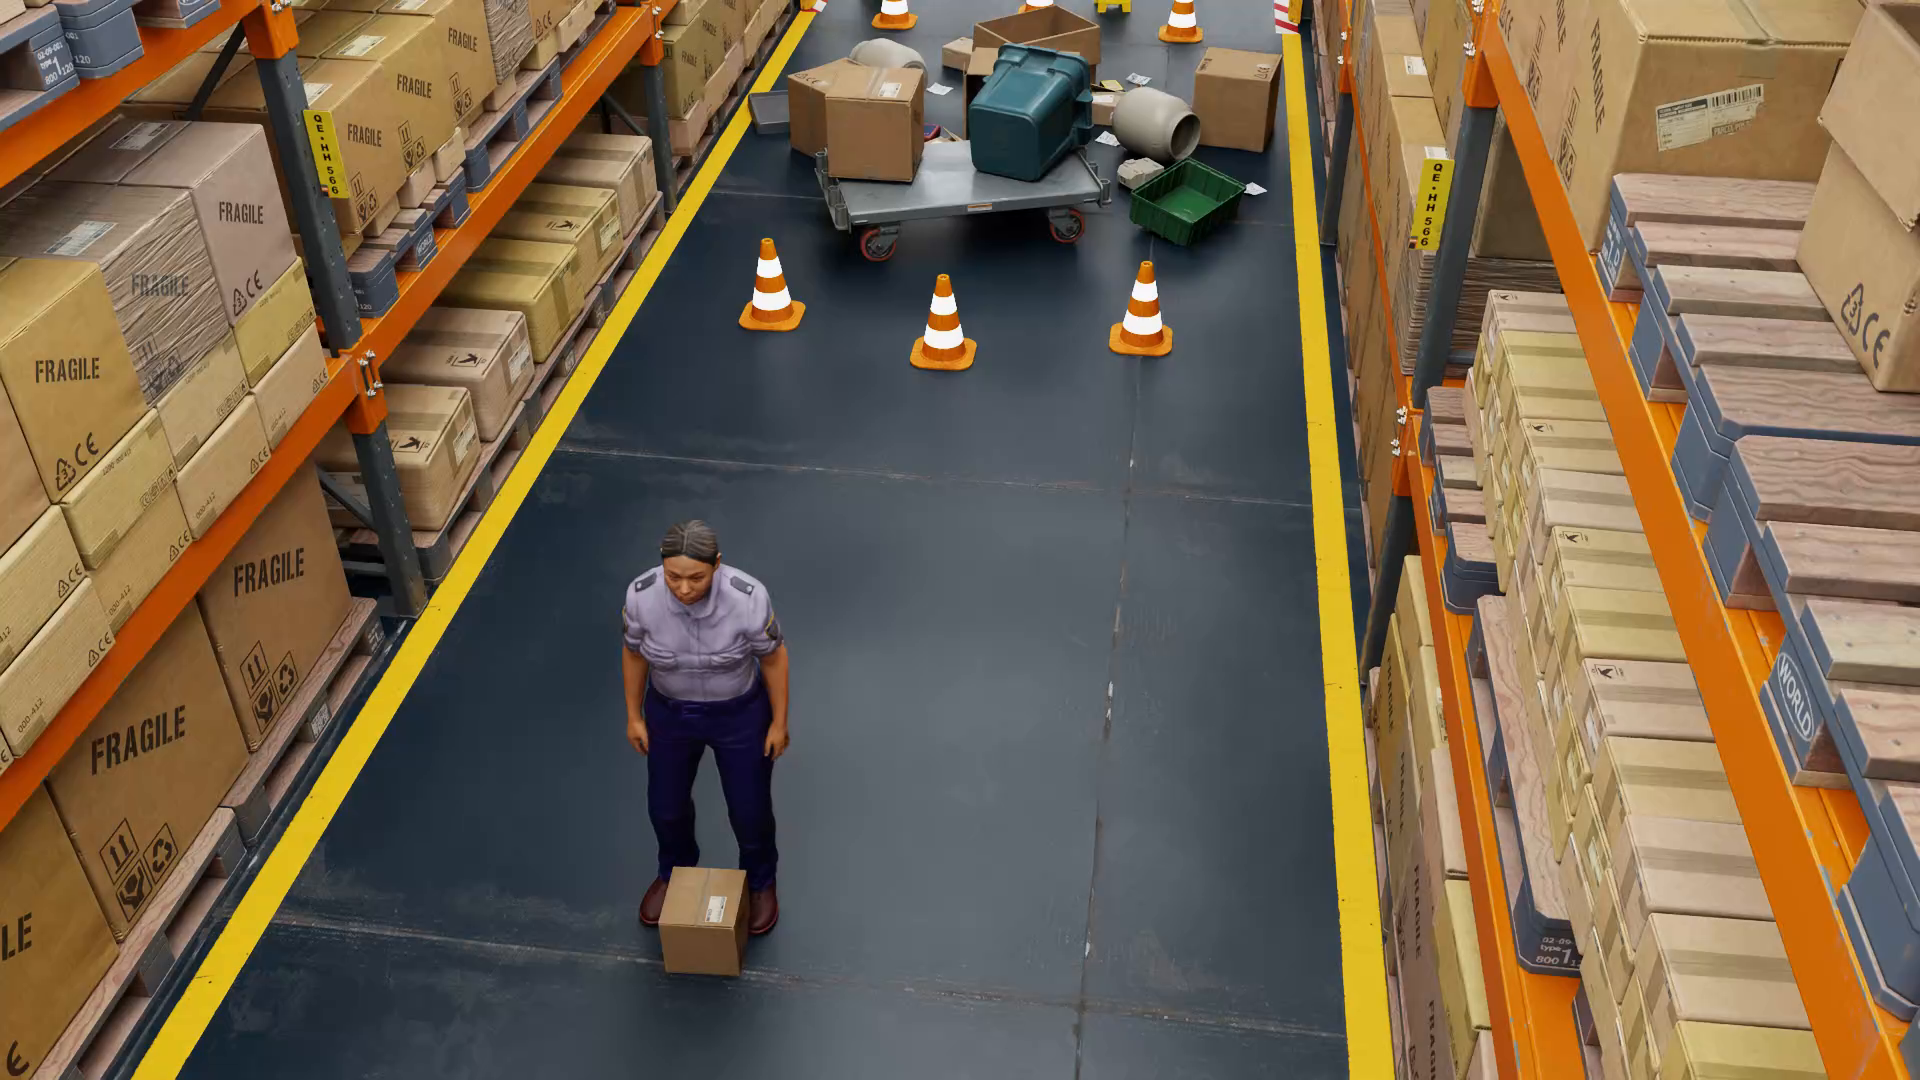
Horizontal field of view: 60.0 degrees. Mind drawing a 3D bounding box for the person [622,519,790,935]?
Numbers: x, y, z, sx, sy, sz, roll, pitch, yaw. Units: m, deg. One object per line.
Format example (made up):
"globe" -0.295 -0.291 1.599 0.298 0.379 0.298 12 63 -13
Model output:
"person" -0.826 0.586 5.369 0.564 1.639 0.376 2 36 3
